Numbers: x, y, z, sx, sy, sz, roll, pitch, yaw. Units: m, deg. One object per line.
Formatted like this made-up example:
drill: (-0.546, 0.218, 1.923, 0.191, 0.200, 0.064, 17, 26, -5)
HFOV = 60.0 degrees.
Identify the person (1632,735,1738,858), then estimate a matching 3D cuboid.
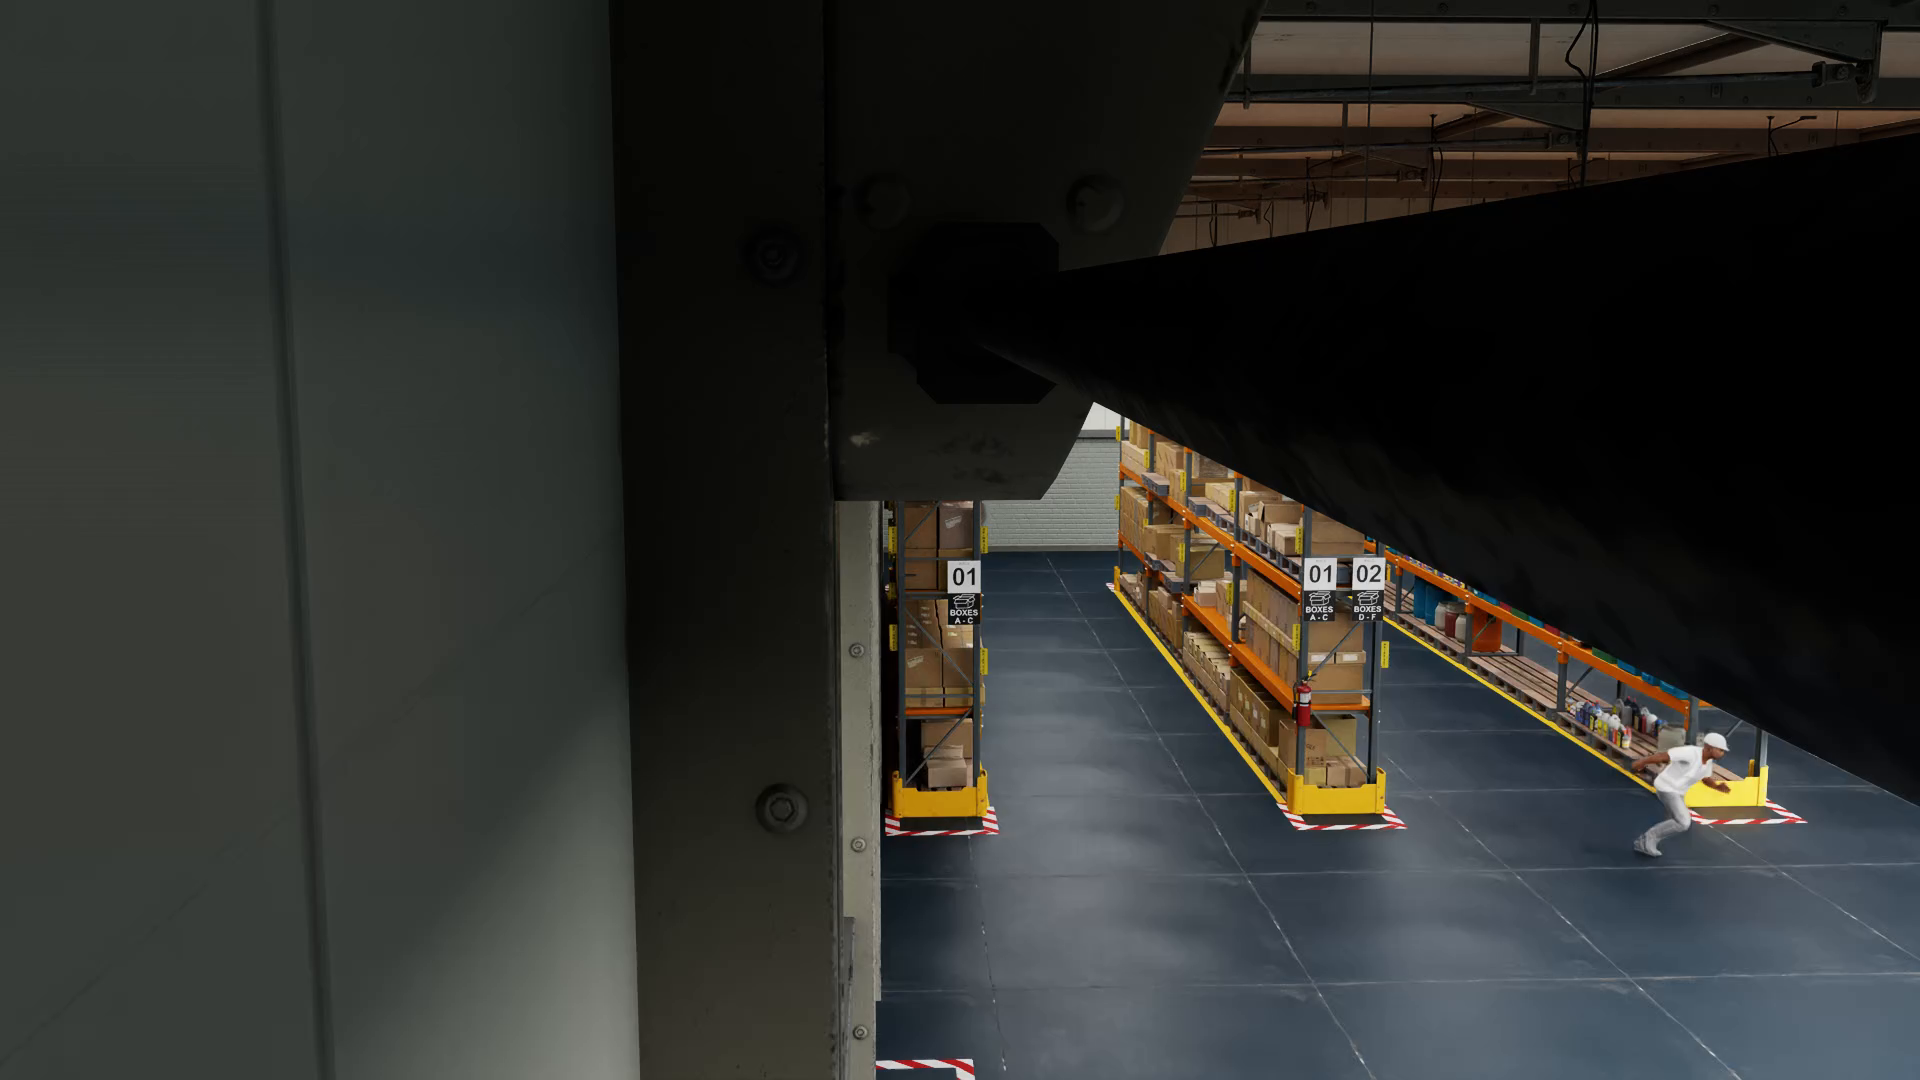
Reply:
person: (8.210, 2.887, 18.778, 0.705, 1.493, 1.013, -8, 11, -43)
